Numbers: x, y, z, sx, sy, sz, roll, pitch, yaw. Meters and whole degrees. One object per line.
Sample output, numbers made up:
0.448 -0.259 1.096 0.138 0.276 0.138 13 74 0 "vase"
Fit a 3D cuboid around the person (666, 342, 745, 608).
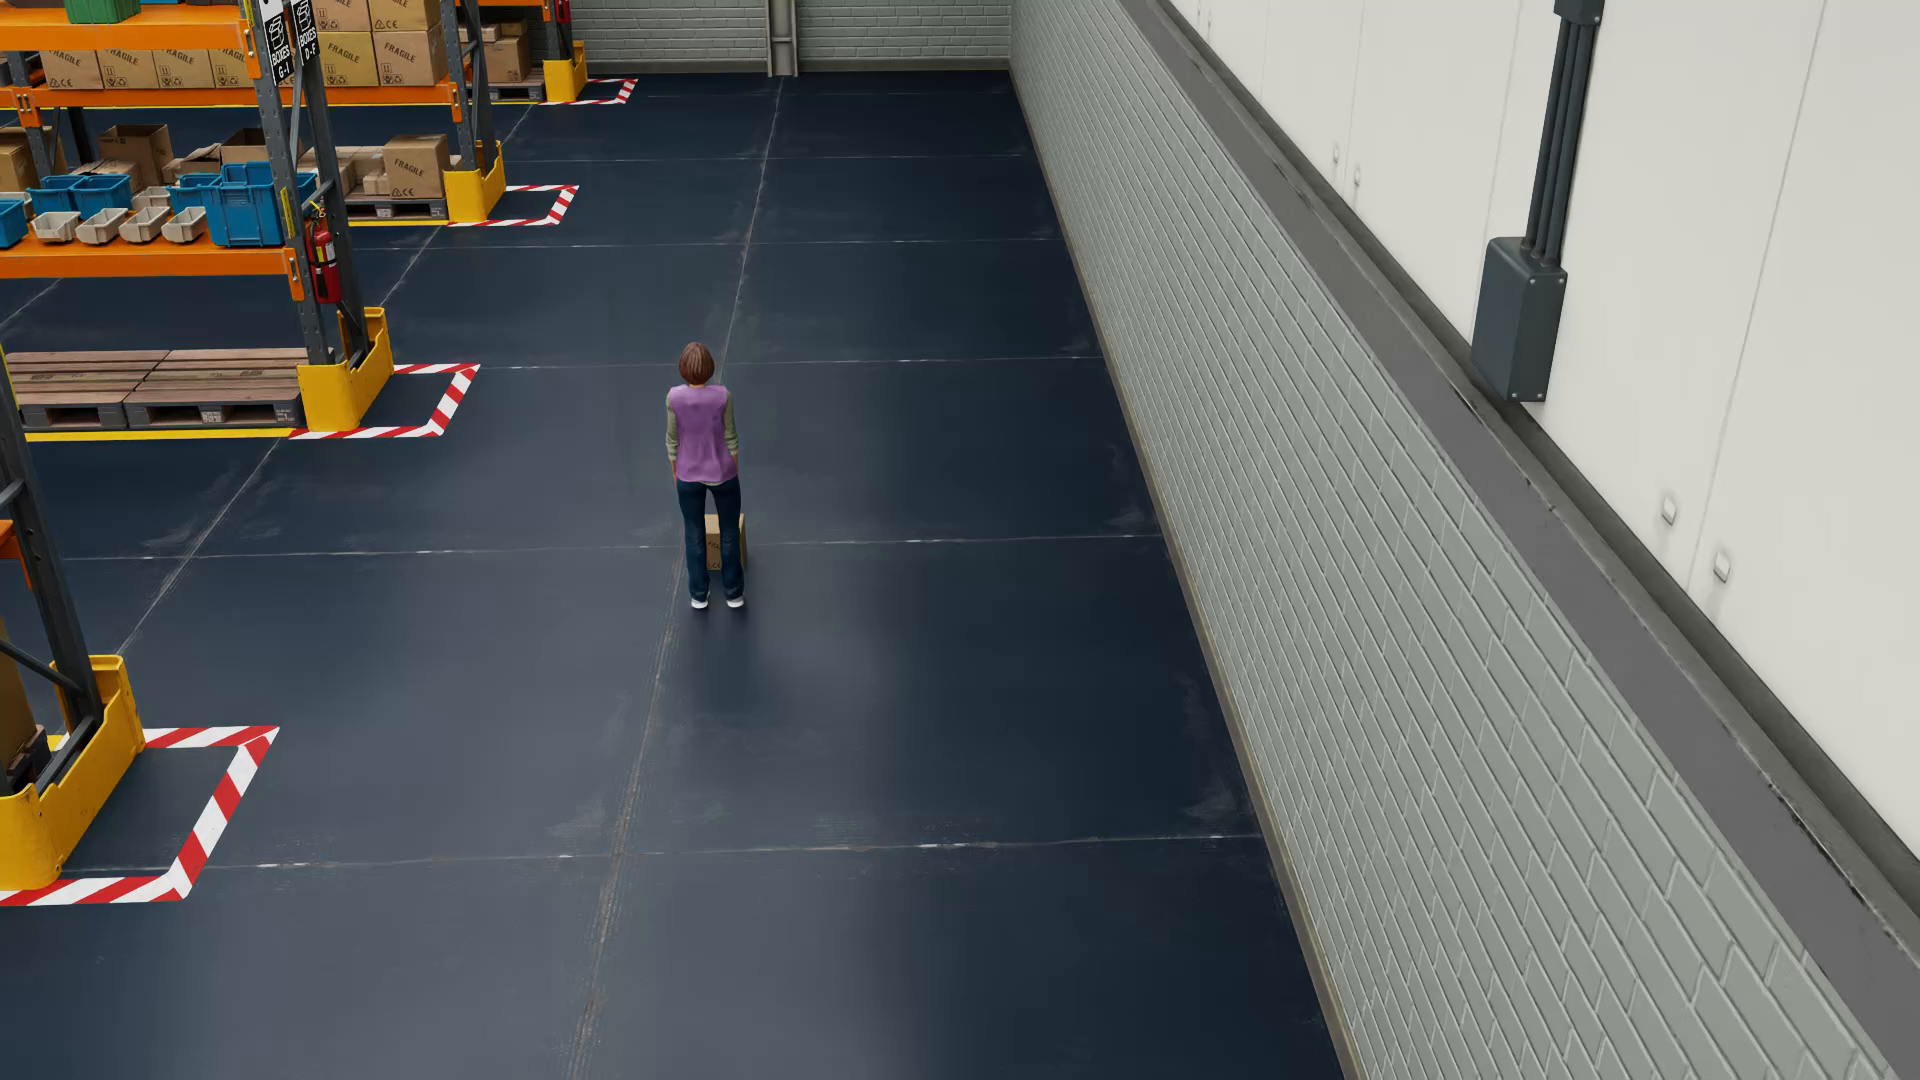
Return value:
-1.426 -0.357 9.304 0.405 1.597 0.307 -1 28 -1 "person"
